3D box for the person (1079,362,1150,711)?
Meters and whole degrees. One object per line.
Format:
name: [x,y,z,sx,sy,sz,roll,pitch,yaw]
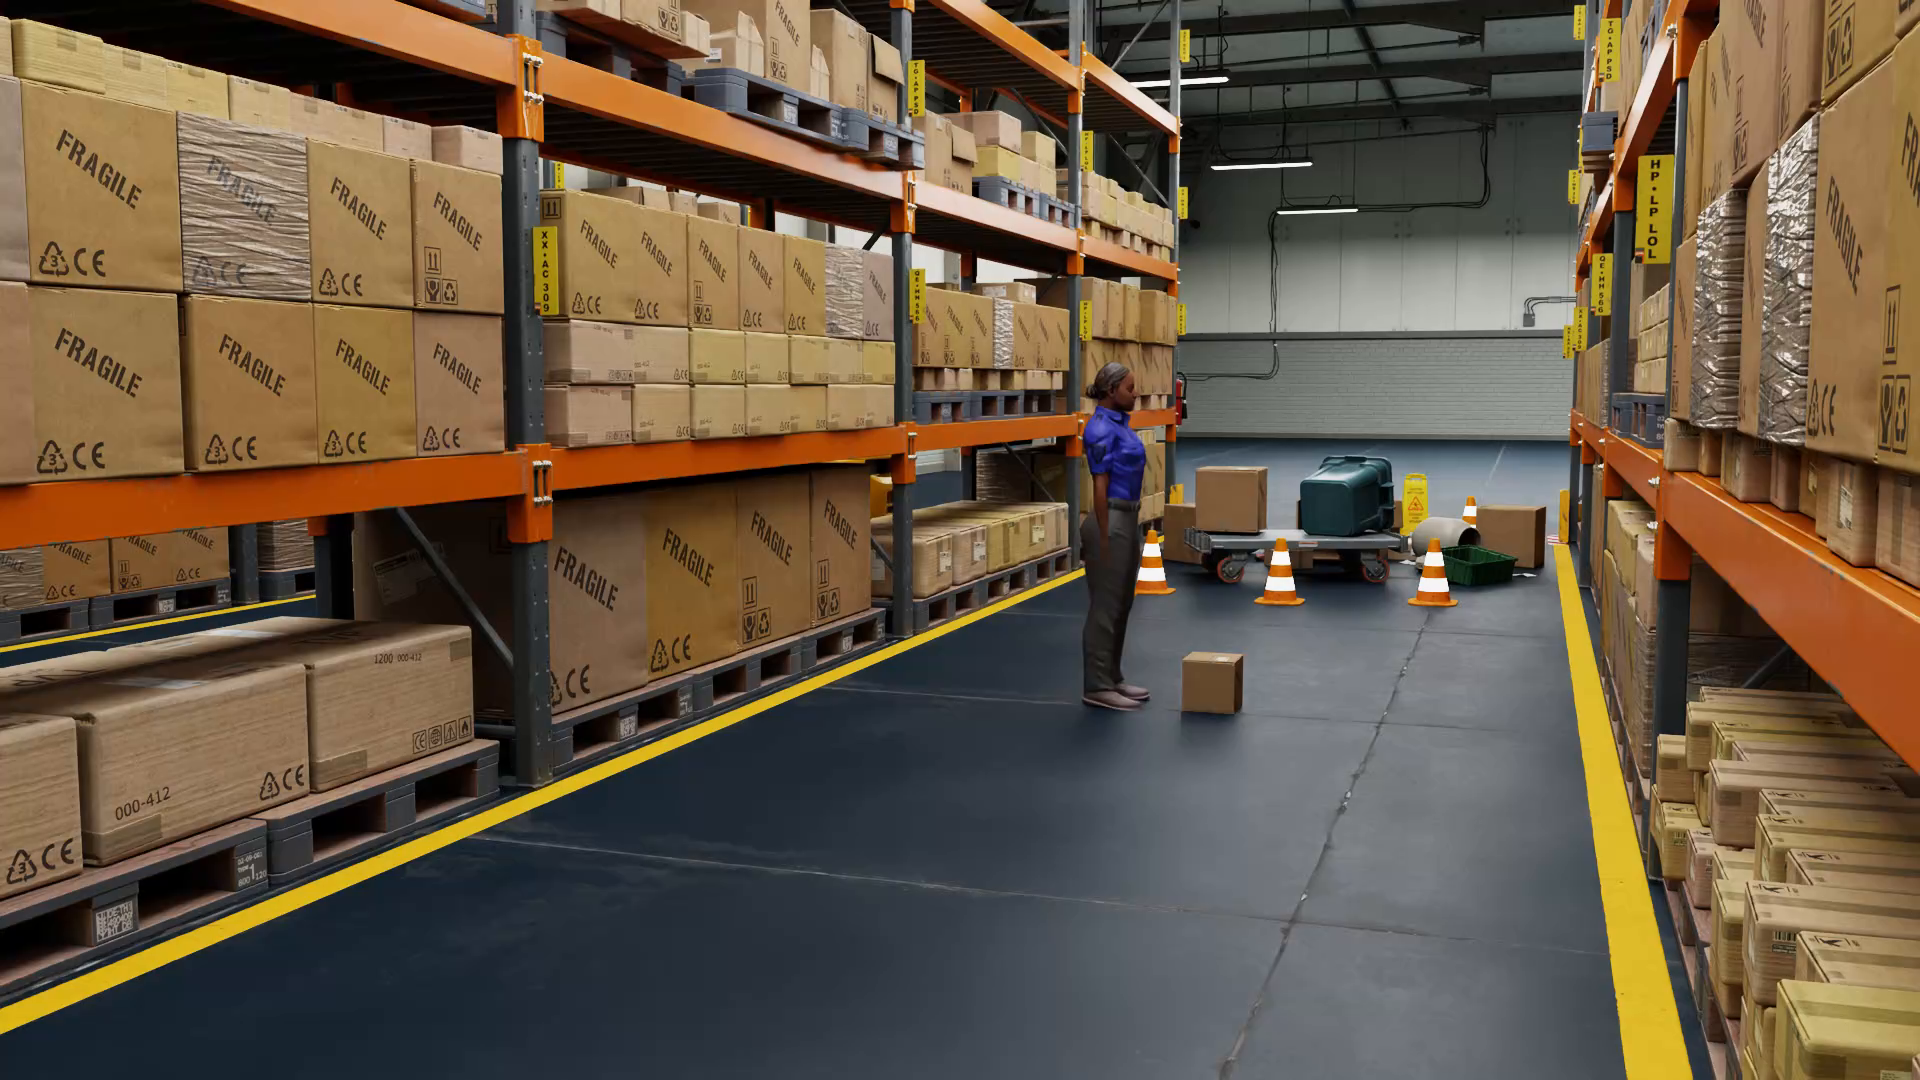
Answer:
person: [0.765,-0.027,8.088,0.324,1.673,0.438,2,6,20]
